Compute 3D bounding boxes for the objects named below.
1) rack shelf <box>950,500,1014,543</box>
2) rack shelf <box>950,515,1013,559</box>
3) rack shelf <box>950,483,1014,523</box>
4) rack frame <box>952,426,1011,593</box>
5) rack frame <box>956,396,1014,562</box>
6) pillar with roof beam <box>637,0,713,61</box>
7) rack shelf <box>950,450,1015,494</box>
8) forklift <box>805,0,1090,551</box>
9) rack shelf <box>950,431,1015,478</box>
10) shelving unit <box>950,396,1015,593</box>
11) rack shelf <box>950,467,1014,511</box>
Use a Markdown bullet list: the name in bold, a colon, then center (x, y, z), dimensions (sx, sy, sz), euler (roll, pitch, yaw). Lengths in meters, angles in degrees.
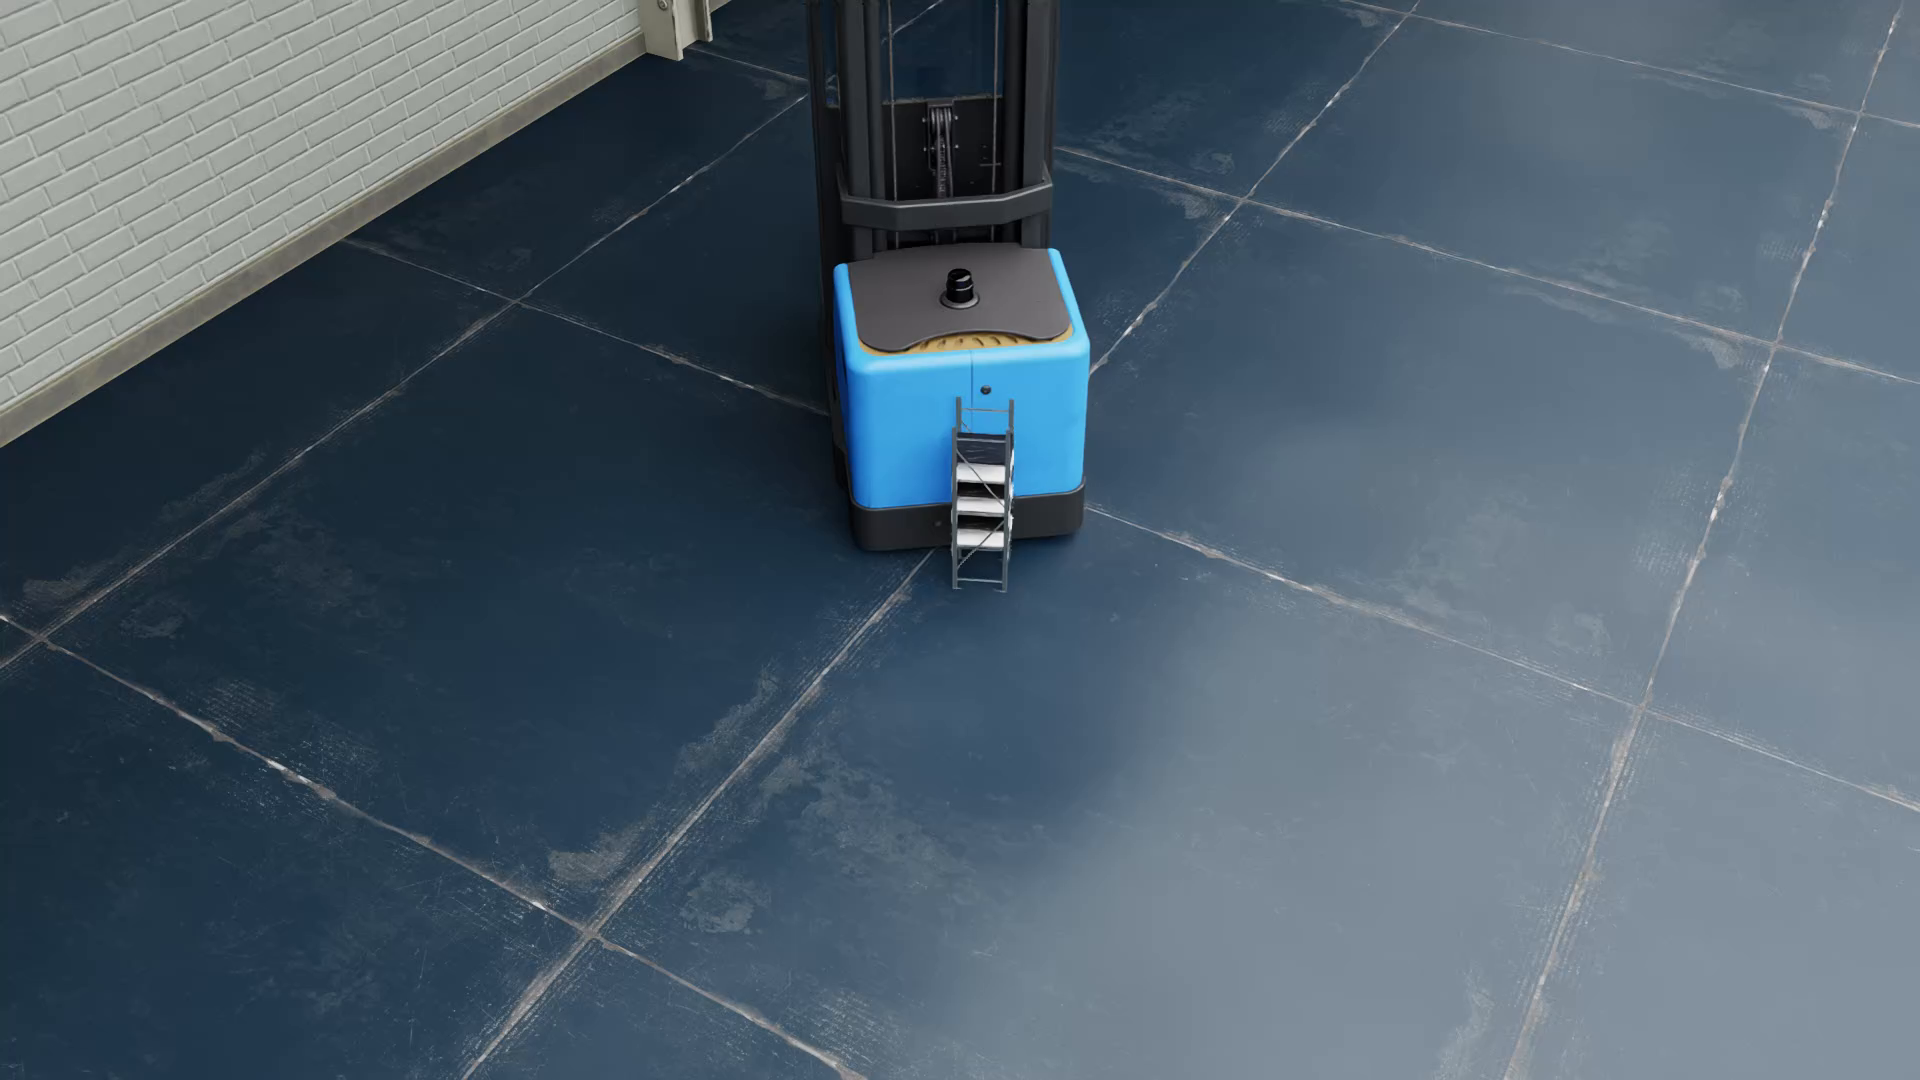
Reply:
- **rack shelf**: center (0.095, -0.089, 7.172), dimensions (0.258, 0.077, 0.200), euler (3, 41, 4)
- **rack shelf**: center (0.095, -0.021, 7.232), dimensions (0.258, 0.077, 0.200), euler (3, 41, 4)
- **rack shelf**: center (0.095, -0.156, 7.113), dimensions (0.258, 0.077, 0.200), euler (3, 41, 4)
- **rack frame**: center (0.086, -0.115, 7.015), dimensions (0.240, 0.900, 0.006), euler (3, 41, 4)
- **rack frame**: center (0.104, -0.248, 7.167), dimensions (0.240, 0.900, 0.006), euler (3, 41, 4)
- **pillar with roof beam**: center (1.790, -5.358, 6.840), dimensions (9.100, 9.000, 0.400), euler (21, 45, 22)
- **rack shelf**: center (0.095, -0.292, 6.994), dimensions (0.258, 0.077, 0.200), euler (3, 41, 4)
- **forklift**: center (-0.150, -2.024, 7.646), dimensions (1.130, 2.935, 3.031), euler (-5, 42, -6)
- **rack shelf**: center (0.095, -0.359, 6.934), dimensions (0.258, 0.077, 0.200), euler (3, 41, 4)
- **shelving unit**: center (0.095, -0.181, 7.091), dimensions (0.258, 0.900, 0.210), euler (3, 41, 4)
- **rack shelf**: center (0.095, -0.224, 7.053), dimensions (0.258, 0.077, 0.200), euler (3, 41, 4)
